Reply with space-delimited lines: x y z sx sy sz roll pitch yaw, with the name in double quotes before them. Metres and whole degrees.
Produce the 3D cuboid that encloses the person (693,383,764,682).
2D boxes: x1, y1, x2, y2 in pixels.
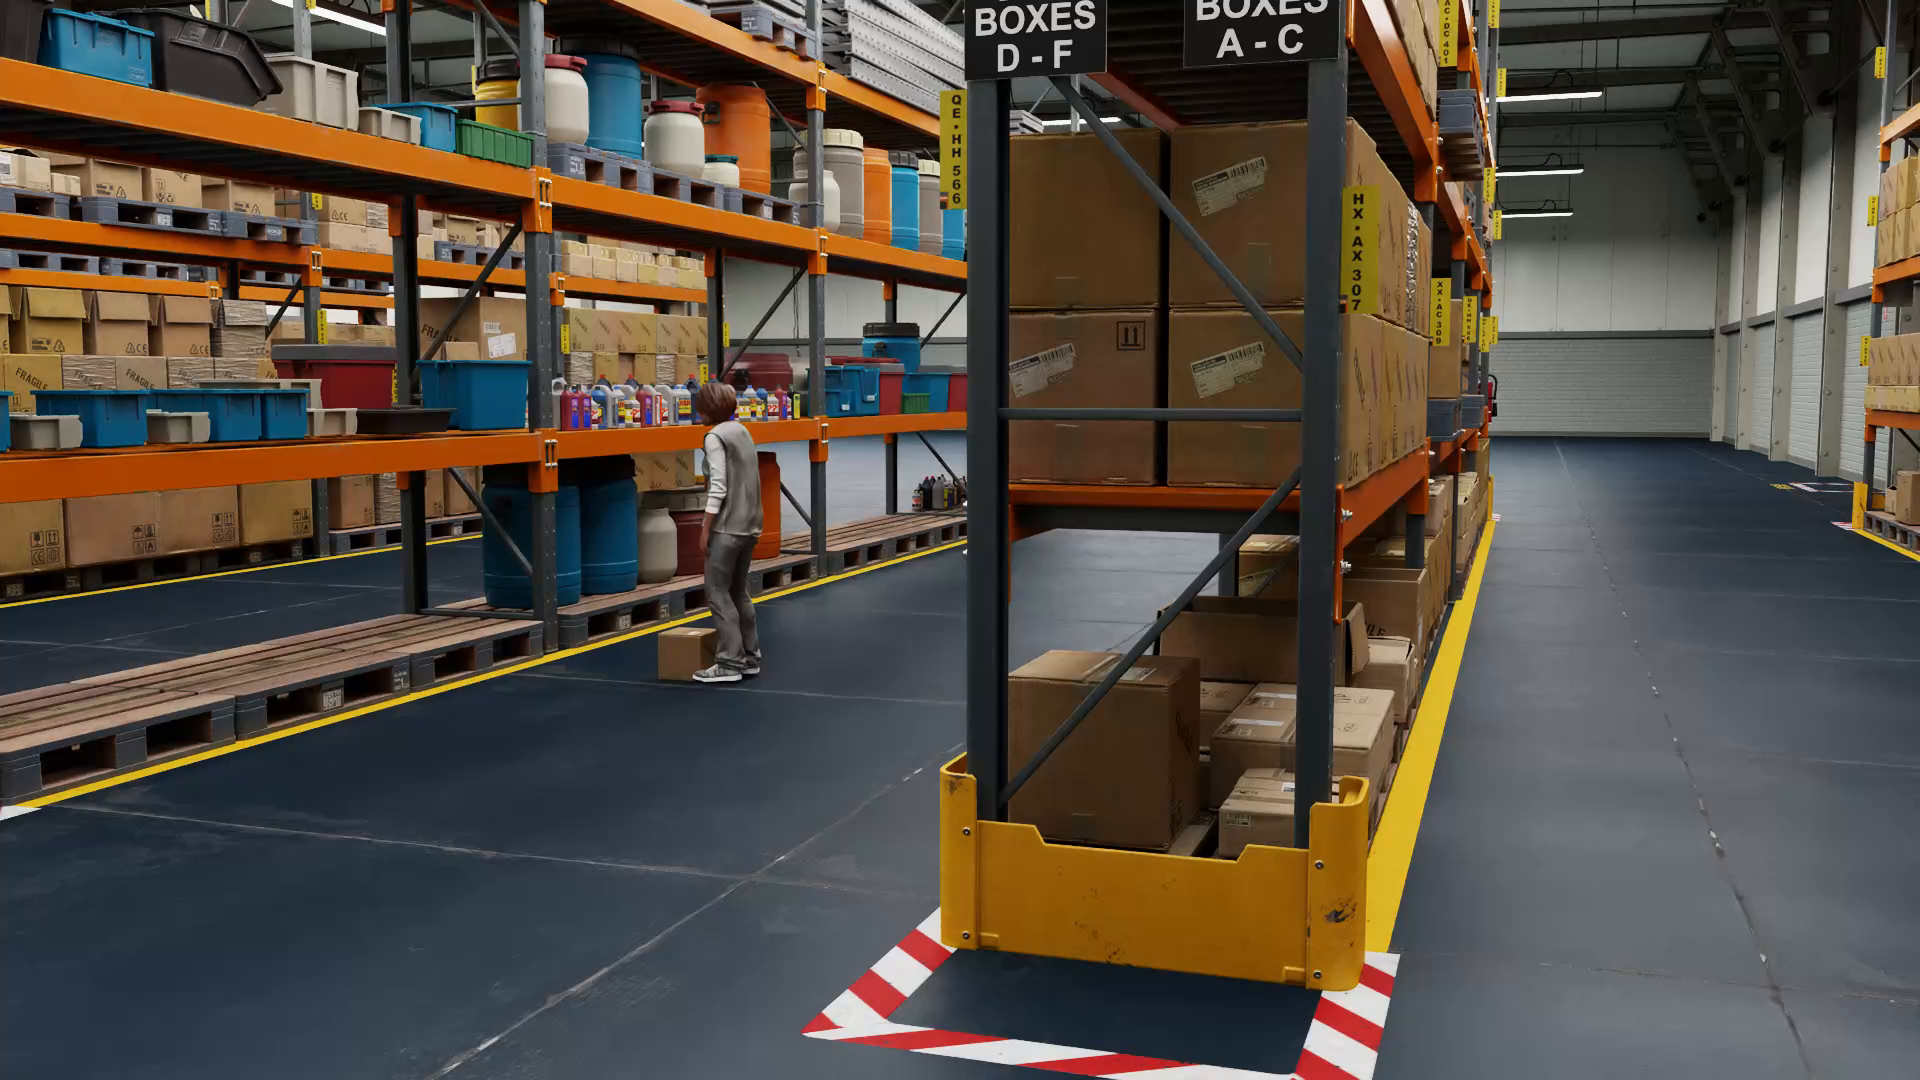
"person" -1.236 -0.042 8.903 0.343 1.593 0.462 2 6 19
